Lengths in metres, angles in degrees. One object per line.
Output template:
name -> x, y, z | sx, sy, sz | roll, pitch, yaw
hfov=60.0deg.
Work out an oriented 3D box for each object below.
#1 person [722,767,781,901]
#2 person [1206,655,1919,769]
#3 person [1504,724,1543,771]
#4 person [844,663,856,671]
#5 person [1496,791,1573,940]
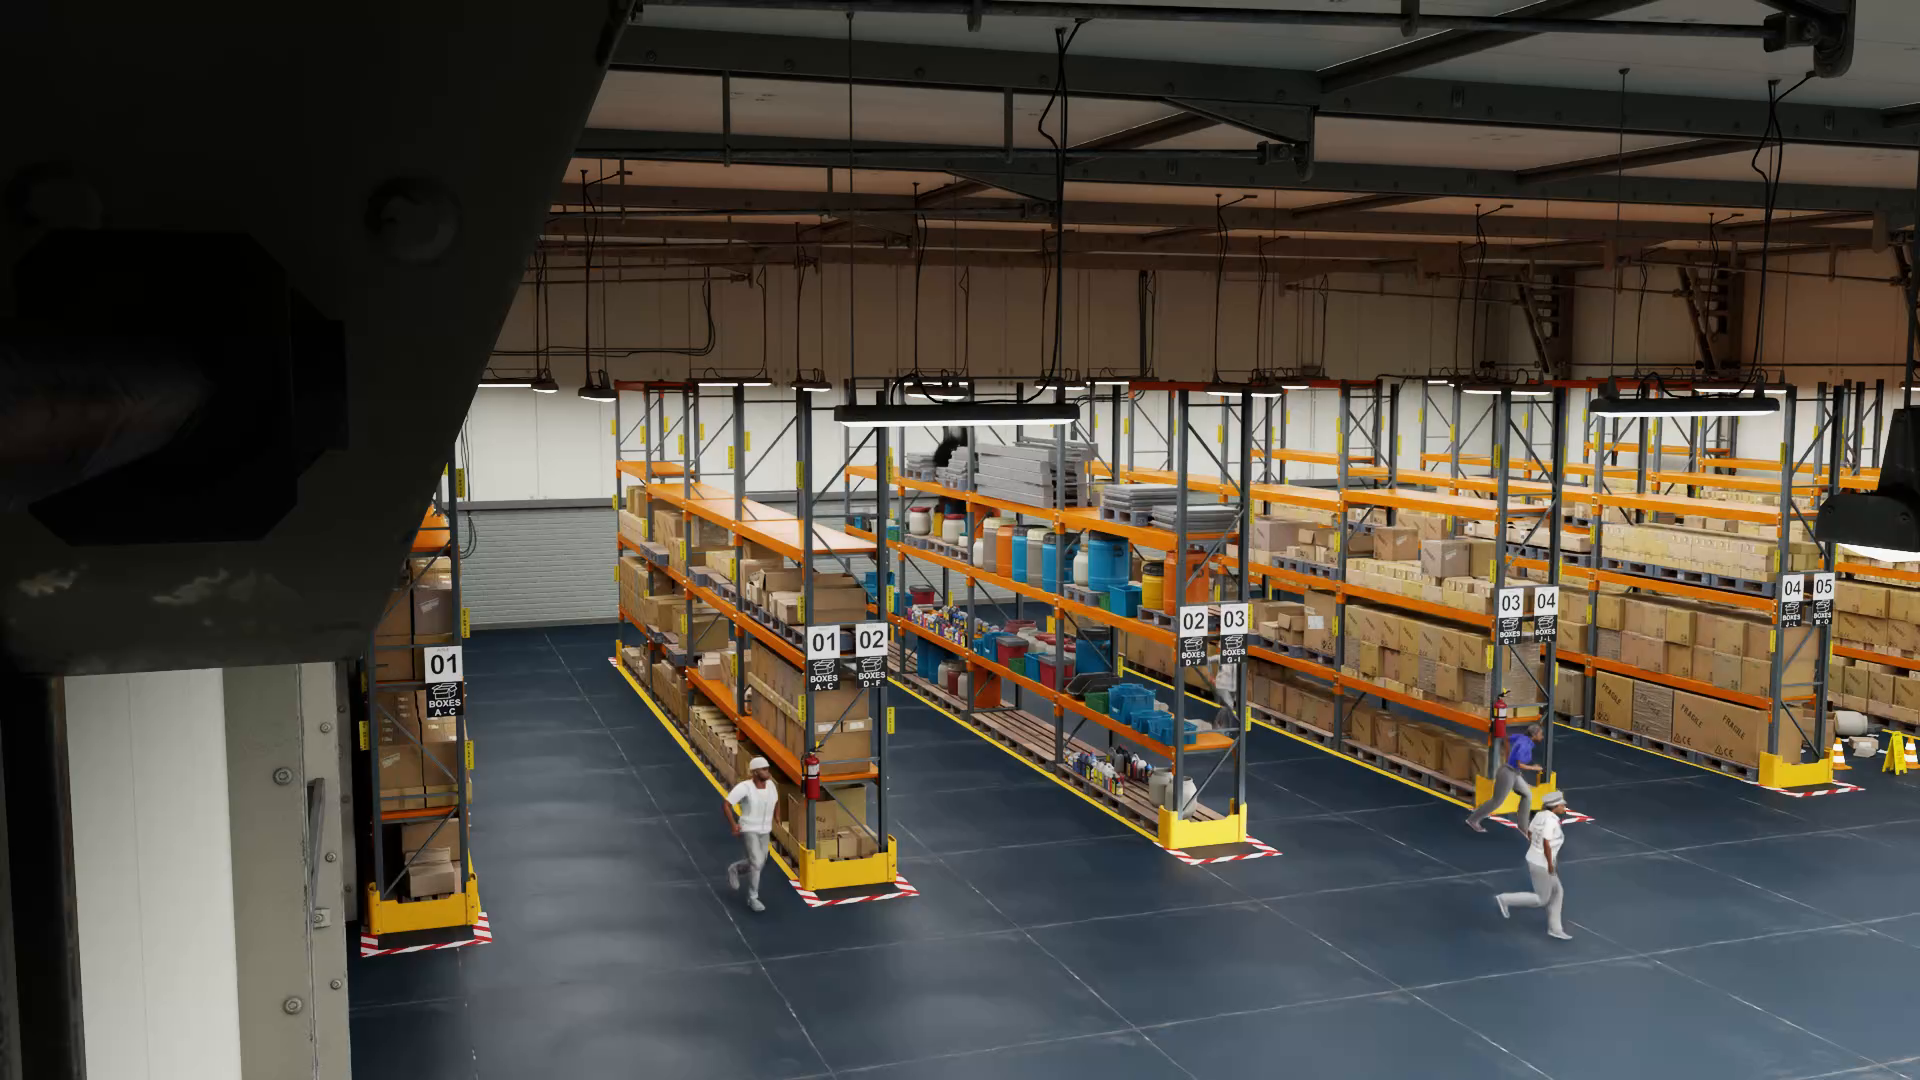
person -> -2.448, 3.390, 19.616 | 0.667, 1.607, 0.749 | 6, 8, 44
person -> 5.013, 1.279, 19.441 | 23.575, 6.000, 17.030 | -2, 6, -20
person -> 7.525, 2.829, 22.183 | 0.477, 0.603, 0.617 | 2, 6, 15
person -> -2.103, 2.160, 30.904 | 0.711, 1.671, 0.737 | -2, 6, -19
person -> 6.369, 3.598, 18.398 | 0.845, 1.678, 0.544 | 1, 6, 7
